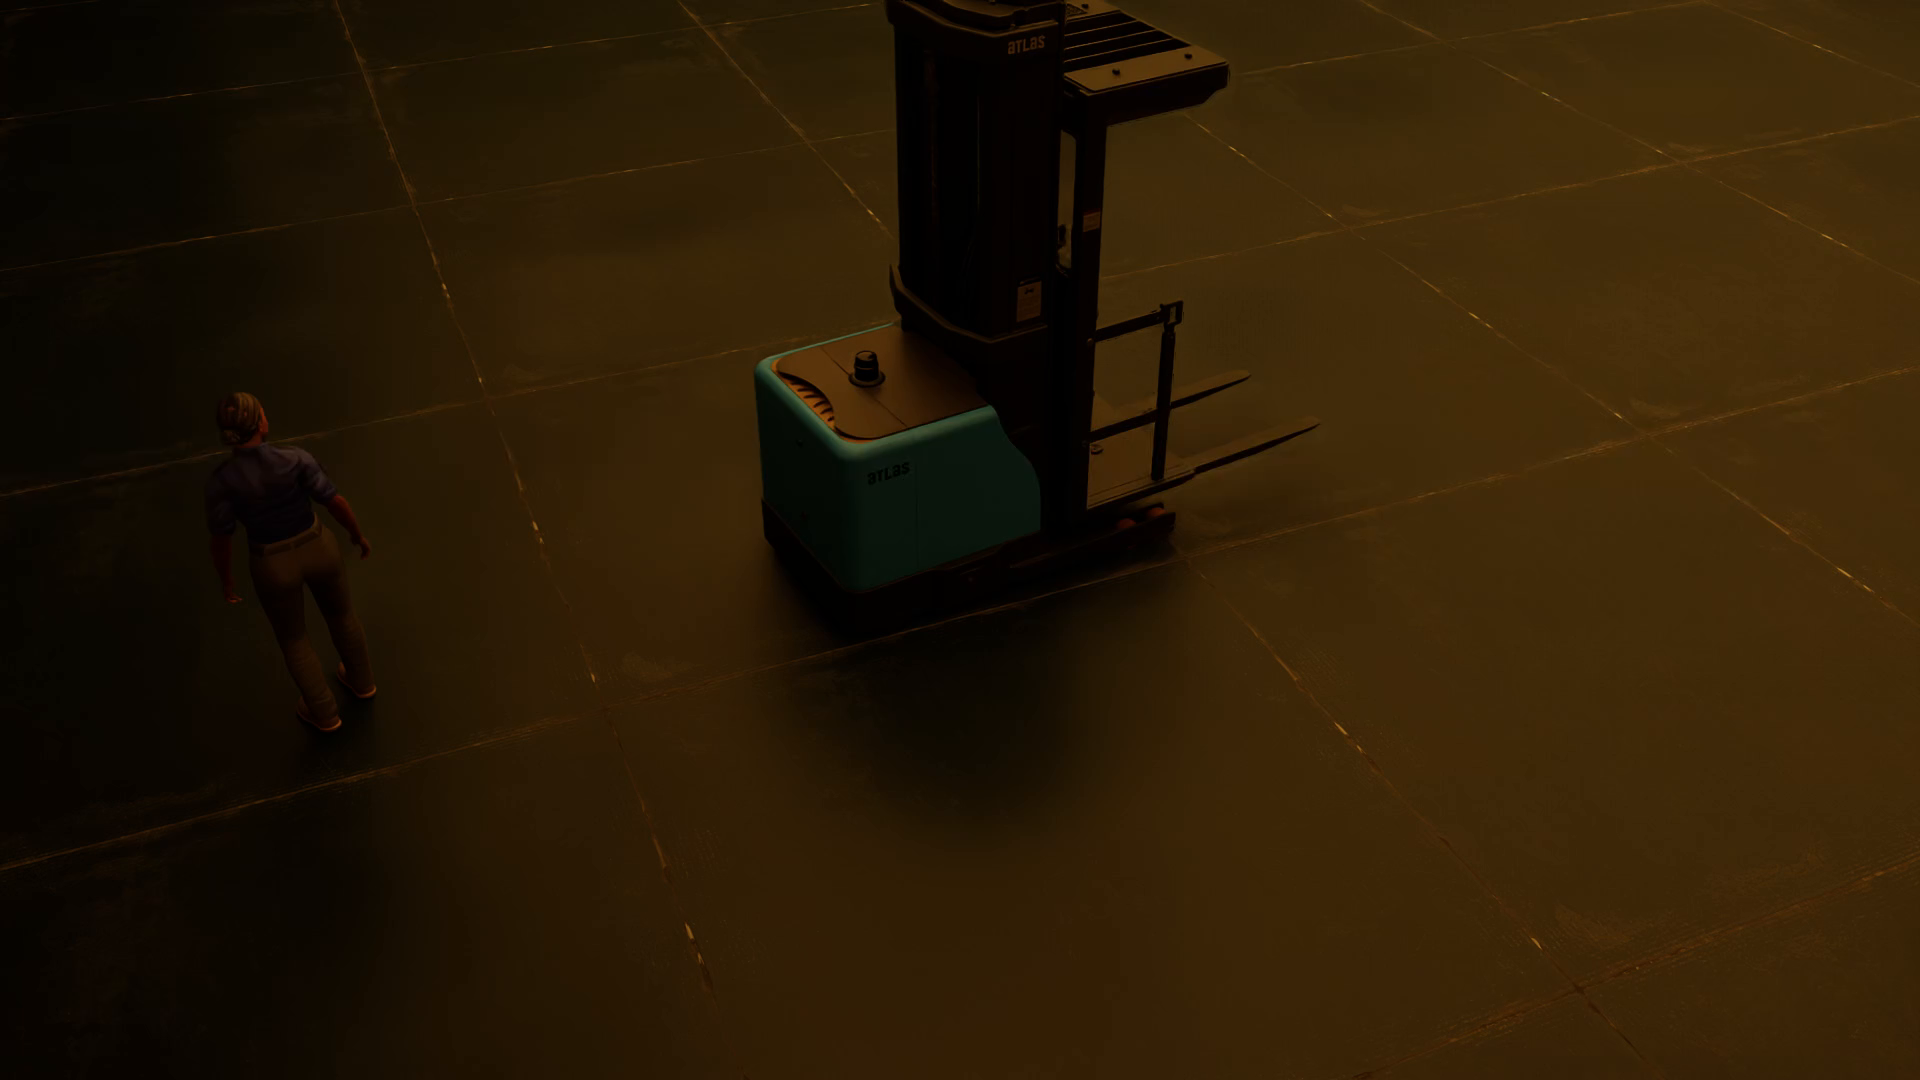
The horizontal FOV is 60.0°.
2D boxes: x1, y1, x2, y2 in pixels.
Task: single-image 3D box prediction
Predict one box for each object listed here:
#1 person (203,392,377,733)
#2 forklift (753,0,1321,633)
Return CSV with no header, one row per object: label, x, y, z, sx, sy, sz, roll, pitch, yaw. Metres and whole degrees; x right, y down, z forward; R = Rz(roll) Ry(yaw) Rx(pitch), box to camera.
person,-2.856,0.069,7.108,0.623,1.653,0.430,-22,41,-28
forklift,0.521,-1.381,8.041,3.031,2.935,1.130,-19,40,-25
